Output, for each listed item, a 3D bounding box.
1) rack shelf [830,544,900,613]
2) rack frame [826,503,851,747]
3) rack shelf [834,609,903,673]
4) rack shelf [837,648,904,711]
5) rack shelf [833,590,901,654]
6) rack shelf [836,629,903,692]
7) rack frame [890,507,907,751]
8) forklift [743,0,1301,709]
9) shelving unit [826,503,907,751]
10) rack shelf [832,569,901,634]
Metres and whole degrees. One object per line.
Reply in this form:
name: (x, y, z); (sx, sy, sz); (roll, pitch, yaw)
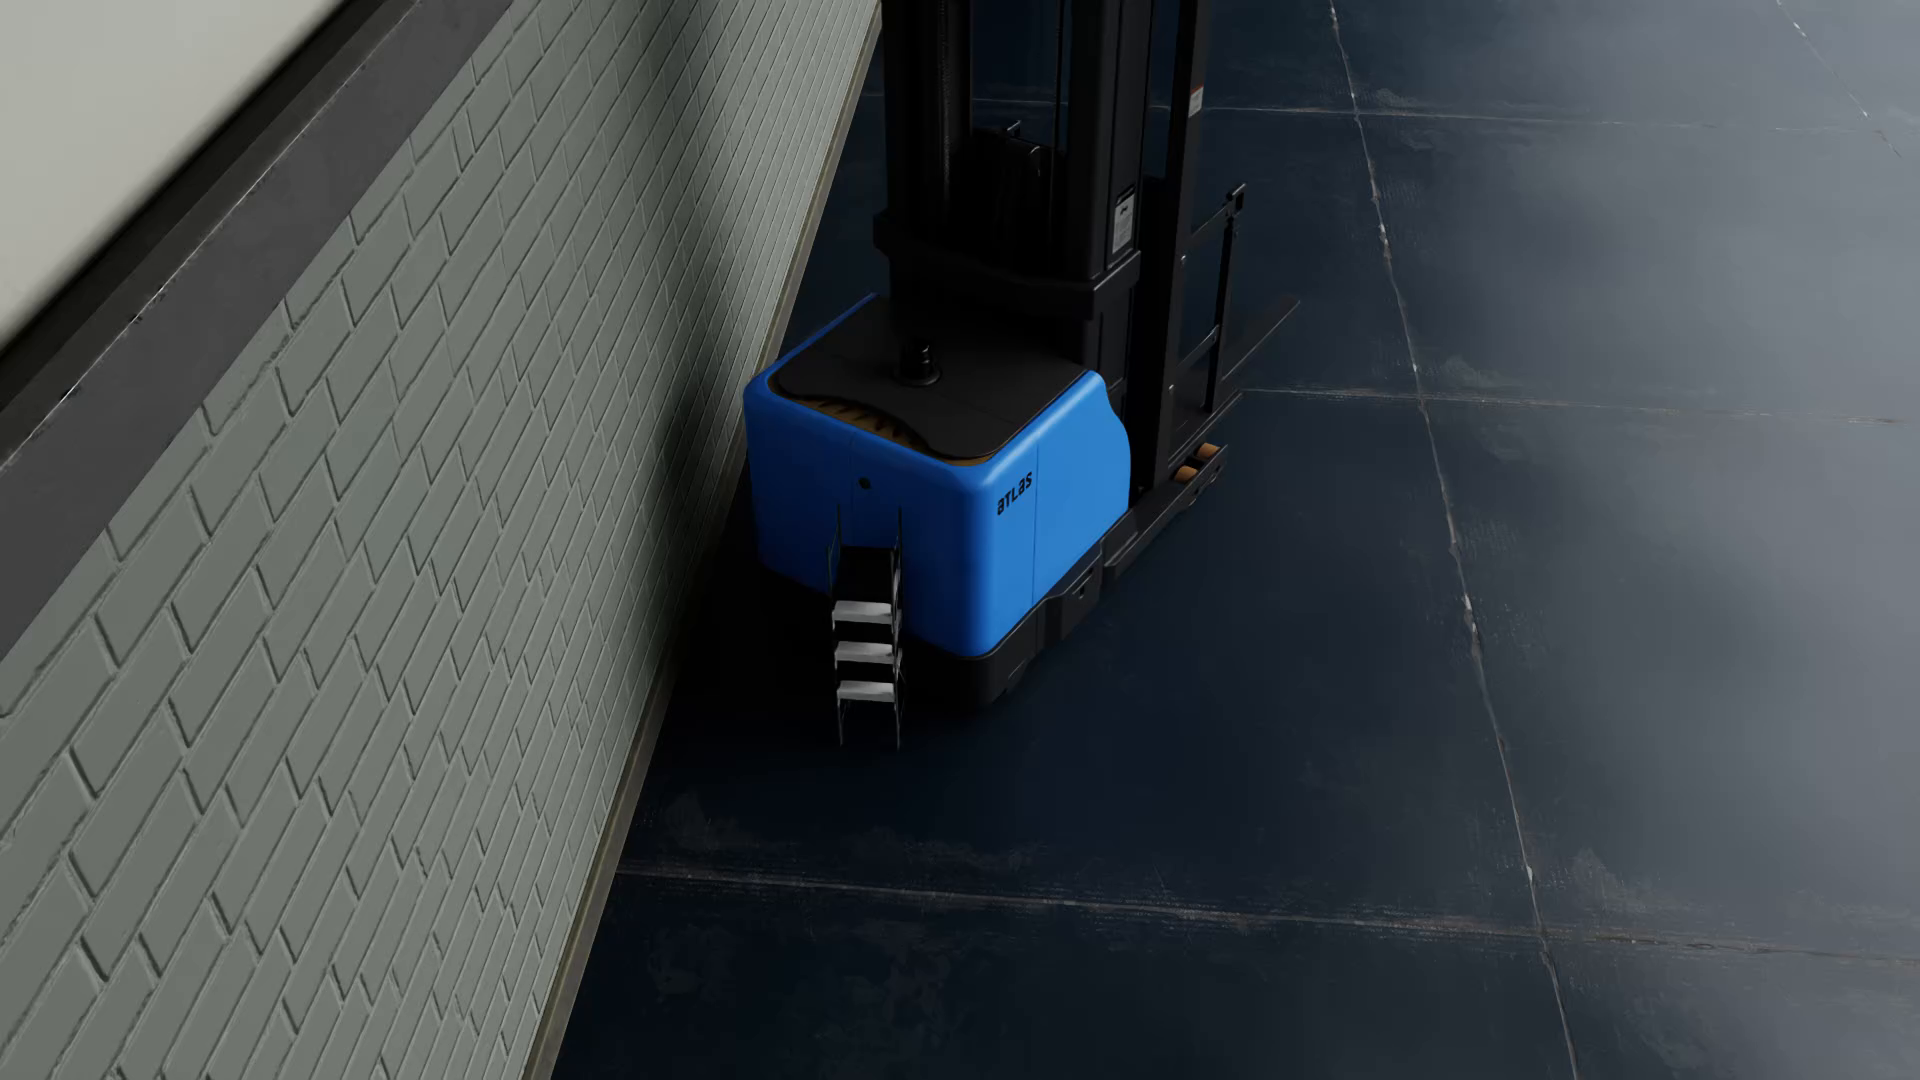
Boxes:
rack shelf: (-0.309, 0.126, 5.508); (0.200, 0.077, 0.258); (4, 39, 4)
rack frame: (-0.410, 0.303, 5.665); (0.006, 0.900, 0.240); (4, 39, 4)
rack shelf: (-0.309, 0.335, 5.678); (0.200, 0.077, 0.258); (4, 39, 4)
rack shelf: (-0.309, 0.475, 5.792); (0.200, 0.077, 0.258); (4, 39, 4)
rack shelf: (-0.309, 0.265, 5.621); (0.200, 0.077, 0.258); (4, 39, 4)
rack shelf: (-0.309, 0.405, 5.735); (0.200, 0.077, 0.258); (4, 39, 4)
rack frame: (-0.208, 0.316, 5.649); (0.006, 0.900, 0.240); (4, 39, 4)
forklift: (0.476, -1.432, 6.187); (1.130, 2.935, 3.031); (23, 44, 26)
shelving unit: (-0.309, 0.309, 5.657); (0.210, 0.900, 0.258); (4, 39, 4)
rack shelf: (-0.309, 0.196, 5.564); (0.200, 0.077, 0.258); (4, 39, 4)
